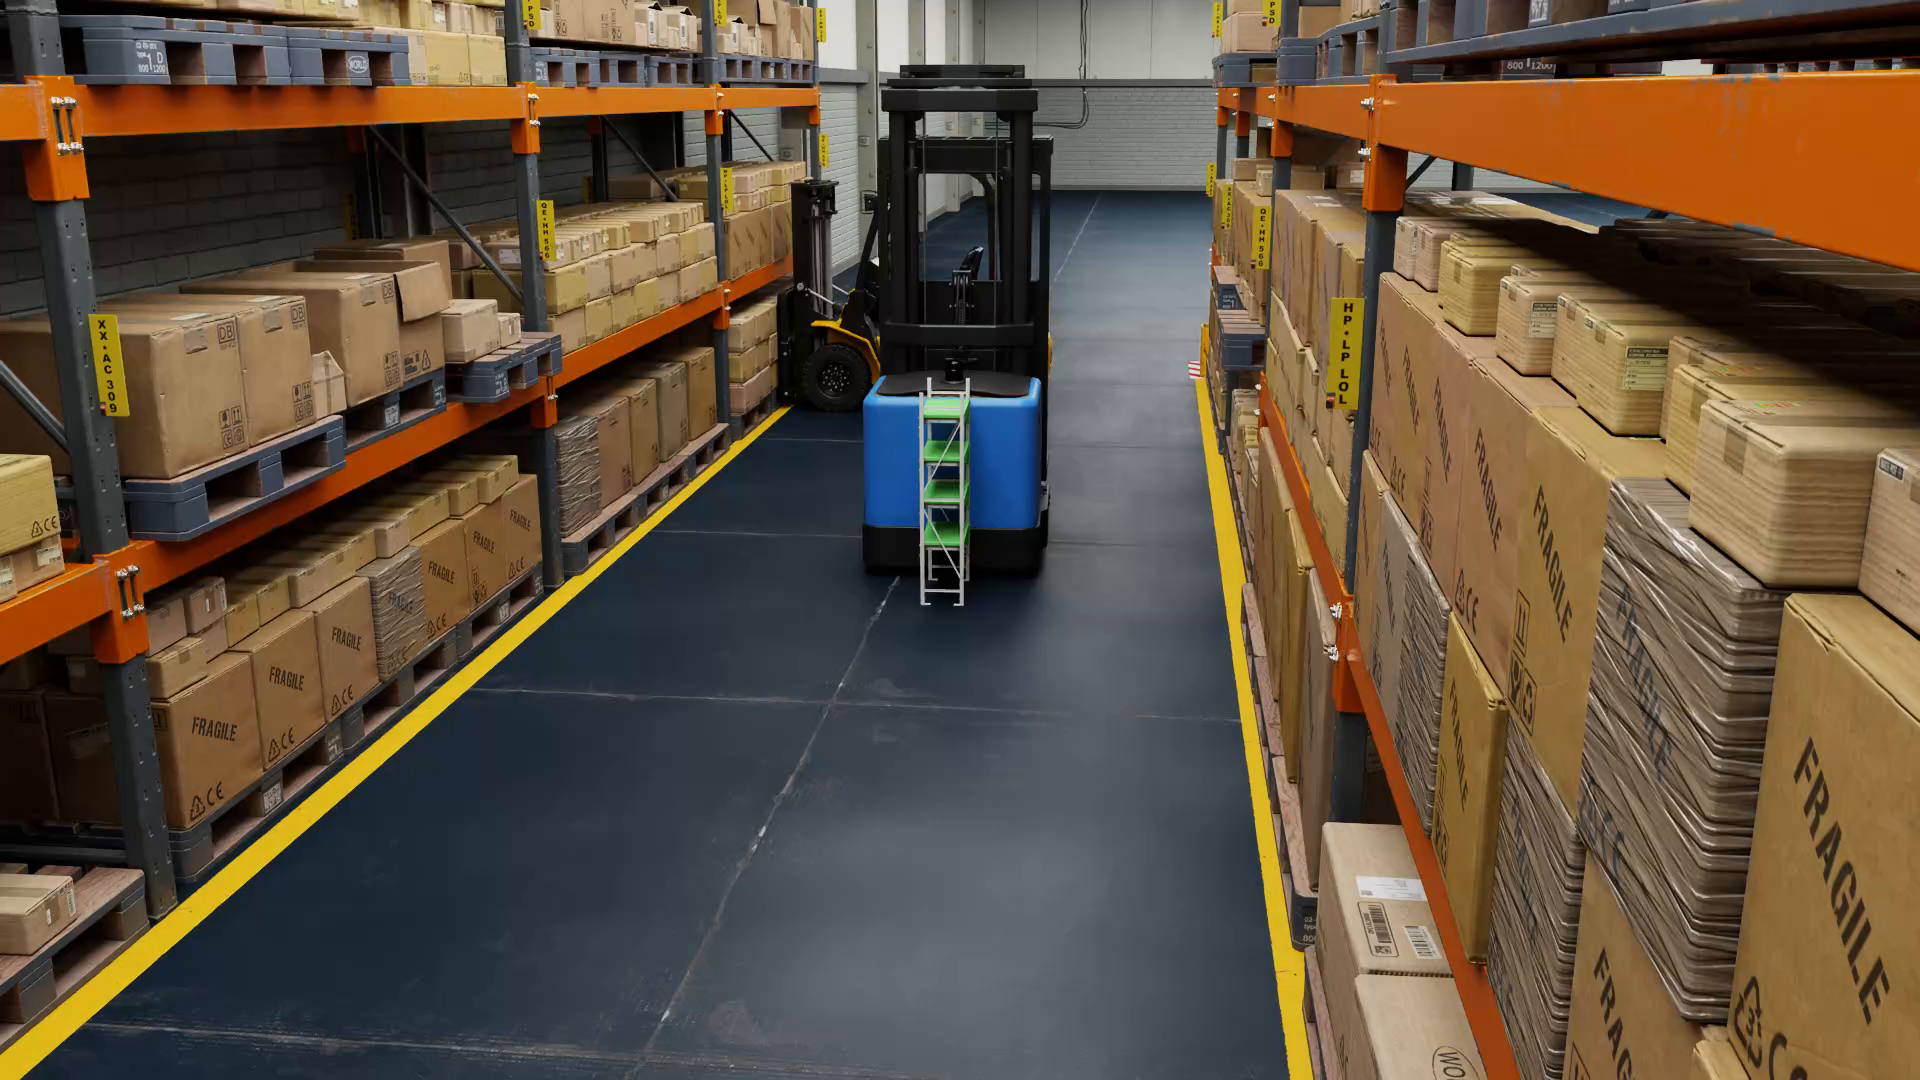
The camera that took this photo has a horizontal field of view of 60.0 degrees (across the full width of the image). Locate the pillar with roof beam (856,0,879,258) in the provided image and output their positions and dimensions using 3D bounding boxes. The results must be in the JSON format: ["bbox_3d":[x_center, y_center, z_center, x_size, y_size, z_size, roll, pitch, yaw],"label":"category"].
[{"bbox_3d":[2.747,-8.993,26.681,9.100,9.000,0.400,2,15,6],"label":"pillar with roof beam"}]

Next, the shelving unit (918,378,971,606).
[{"bbox_3d":[-0.082,-0.278,9.393,0.258,1.200,0.503,1,15,4],"label":"shelving unit"}]

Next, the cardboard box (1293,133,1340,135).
[{"bbox_3d":[2.915,-2.997,13.322,0.700,0.500,0.500,2,15,7],"label":"cardboard box"}]

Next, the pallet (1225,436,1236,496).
[{"bbox_3d":[2.484,-0.535,12.236,1.003,0.211,1.213,2,15,6],"label":"pallet"}]

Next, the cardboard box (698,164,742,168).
[{"bbox_3d":[-2.283,-3.490,15.819,0.380,0.149,0.250,2,15,7],"label":"cardboard box"}]

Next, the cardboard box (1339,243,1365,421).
[{"bbox_3d":[1.468,-0.662,5.258,0.500,0.500,0.500,2,15,8],"label":"cardboard box"}]

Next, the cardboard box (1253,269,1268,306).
[{"bbox_3d":[1.894,-1.566,9.142,0.500,0.500,0.500,1,15,5],"label":"cardboard box"}]

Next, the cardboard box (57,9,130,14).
[{"bbox_3d":[-3.306,-2.016,6.108,0.380,0.149,0.250,1,15,4],"label":"cardboard box"}]

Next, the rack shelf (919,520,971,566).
[{"bbox_3d":[-0.082,0.015,9.472,0.258,0.148,0.480,1,15,4],"label":"rack shelf"}]

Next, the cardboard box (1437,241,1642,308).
[{"bbox_3d":[1.285,-0.581,3.714,0.380,0.149,0.250,2,15,6],"label":"cardboard box"}]

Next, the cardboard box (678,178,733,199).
[{"bbox_3d":[-2.031,-2.807,13.293,0.380,0.149,0.250,2,15,7],"label":"cardboard box"}]

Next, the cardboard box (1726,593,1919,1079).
[{"bbox_3d":[1.034,0.366,1.454,0.500,0.500,0.500,2,15,8],"label":"cardboard box"}]

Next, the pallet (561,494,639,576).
[{"bbox_3d":[-2.682,-0.057,10.469,1.003,0.211,1.213,2,15,6],"label":"pallet"}]

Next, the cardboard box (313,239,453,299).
[{"bbox_3d":[-3.027,-1.313,8.775,0.500,0.500,0.500,2,15,9],"label":"cardboard box"}]

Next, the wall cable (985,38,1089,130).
[{"bbox_3d":[2.147,-13.015,47.502,3.097,2.526,0.112,2,15,6],"label":"wall cable"}]

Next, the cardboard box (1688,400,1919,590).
[{"bbox_3d":[1.008,-0.050,1.749,0.380,0.149,0.250,2,15,6],"label":"cardboard box"}]

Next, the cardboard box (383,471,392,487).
[{"bbox_3d":[-3.239,-0.306,8.788,0.380,0.149,0.250,2,15,8],"label":"cardboard box"}]

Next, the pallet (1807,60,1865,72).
[{"bbox_3d":[7.743,-3.896,13.747,1.003,0.211,1.213,2,15,6],"label":"pallet"}]

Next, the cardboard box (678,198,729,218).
[{"bbox_3d":[-2.065,-2.665,13.335,0.380,0.149,0.250,1,15,5],"label":"cardboard box"}]

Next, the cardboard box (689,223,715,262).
[{"bbox_3d":[-2.164,-2.262,12.611,0.500,0.250,0.500,1,15,5],"label":"cardboard box"}]

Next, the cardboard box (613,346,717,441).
[{"bbox_3d":[-2.410,-1.149,12.909,0.875,0.625,0.625,2,15,9],"label":"cardboard box"}]

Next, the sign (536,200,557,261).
[{"bbox_3d":[-2.273,-1.698,9.128,0.100,0.325,0.005,2,15,6],"label":"sign"}]

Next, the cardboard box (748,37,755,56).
[{"bbox_3d":[-1.923,-4.113,13.864,0.380,0.149,0.250,2,15,8],"label":"cardboard box"}]

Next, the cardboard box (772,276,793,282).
[{"bbox_3d":[-1.653,-2.495,16.691,0.500,0.250,0.500,2,15,8],"label":"cardboard box"}]

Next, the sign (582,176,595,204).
[{"bbox_3d":[-2.914,-2.700,13.092,0.100,0.325,0.005,2,15,6],"label":"sign"}]

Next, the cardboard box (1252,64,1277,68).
[{"bbox_3d":[2.353,-3.725,12.662,0.500,0.250,0.500,2,15,6],"label":"cardboard box"}]

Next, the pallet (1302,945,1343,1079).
[{"bbox_3d":[1.504,1.533,4.589,1.003,0.211,1.213,2,15,6],"label":"pallet"}]

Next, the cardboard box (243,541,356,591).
[{"bbox_3d":[-2.875,0.112,7.244,0.380,0.149,0.250,2,15,8],"label":"cardboard box"}]

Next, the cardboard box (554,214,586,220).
[{"bbox_3d":[-2.811,-2.176,11.527,0.380,0.149,0.250,2,15,6],"label":"cardboard box"}]

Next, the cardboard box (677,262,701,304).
[{"bbox_3d":[-2.210,-1.887,12.181,0.500,0.250,0.500,2,15,6],"label":"cardboard box"}]

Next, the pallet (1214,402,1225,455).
[{"bbox_3d":[2.611,-0.912,13.631,1.003,0.211,1.213,2,15,6],"label":"pallet"}]

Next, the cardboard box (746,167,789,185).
[{"bbox_3d":[-1.786,-3.338,15.254,0.380,0.149,0.250,2,15,7],"label":"cardboard box"}]

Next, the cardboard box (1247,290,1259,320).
[{"bbox_3d":[1.864,-1.357,9.612,0.380,0.149,0.250,2,15,6],"label":"cardboard box"}]

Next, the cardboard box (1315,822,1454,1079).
[{"bbox_3d":[1.490,1.186,4.635,0.875,0.438,0.875,1,15,5],"label":"cardboard box"}]

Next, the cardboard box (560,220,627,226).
[{"bbox_3d":[-2.416,-2.032,10.994,0.380,0.149,0.250,2,15,6],"label":"cardboard box"}]

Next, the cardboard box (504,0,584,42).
[{"bbox_3d":[-2.490,-3.119,9.515,0.500,0.500,0.500,2,15,7],"label":"cardboard box"}]

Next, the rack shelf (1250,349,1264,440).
[{"bbox_3d":[2.345,-1.217,10.794,1.077,0.370,4.000,2,15,6],"label":"rack shelf"}]

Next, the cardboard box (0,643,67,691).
[{"bbox_3d":[-3.510,0.434,6.054,0.380,0.149,0.250,1,15,4],"label":"cardboard box"}]

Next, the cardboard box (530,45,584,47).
[{"bbox_3d":[-2.649,-3.331,10.941,0.380,0.166,0.250,2,15,6],"label":"cardboard box"}]

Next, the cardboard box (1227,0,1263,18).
[{"bbox_3d":[2.060,-3.633,11.131,0.500,0.250,0.500,1,15,5],"label":"cardboard box"}]

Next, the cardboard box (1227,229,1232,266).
[{"bbox_3d":[2.373,-2.397,13.020,0.500,0.500,0.500,1,15,5],"label":"cardboard box"}]

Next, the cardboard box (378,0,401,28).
[{"bbox_3d":[-2.780,-2.397,7.556,0.380,0.149,0.250,2,15,7],"label":"cardboard box"}]

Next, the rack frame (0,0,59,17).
[{"bbox_3d":[-3.265,-3.049,4.699,1.000,3.000,0.127,2,15,6],"label":"rack frame"}]

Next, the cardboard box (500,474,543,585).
[{"bbox_3d":[-2.648,-0.071,9.162,0.500,0.500,0.500,2,15,8],"label":"cardboard box"}]

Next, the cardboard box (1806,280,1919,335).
[{"bbox_3d":[1.729,-0.369,2.930,0.380,0.149,0.250,2,15,6],"label":"cardboard box"}]

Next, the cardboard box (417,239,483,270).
[{"bbox_3d":[-2.978,-1.642,9.556,0.380,0.149,0.250,2,15,8],"label":"cardboard box"}]

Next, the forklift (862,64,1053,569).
[{"bbox_3d":[0.044,-1.578,10.881,1.130,2.935,3.031,1,15,4],"label":"forklift"}]

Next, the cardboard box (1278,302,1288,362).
[{"bbox_3d":[1.757,-0.956,7.782,0.500,0.250,0.500,2,15,8],"label":"cardboard box"}]

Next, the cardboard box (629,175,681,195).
[{"bbox_3d":[-2.540,-2.958,13.850,0.380,0.149,0.250,2,15,6],"label":"cardboard box"}]

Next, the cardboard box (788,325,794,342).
[{"bbox_3d":[-1.820,-1.853,15.274,0.500,0.250,0.500,2,15,6],"label":"cardboard box"}]

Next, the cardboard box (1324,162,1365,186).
[{"bbox_3d":[2.678,-2.485,11.298,0.380,0.149,0.250,1,15,5],"label":"cardboard box"}]

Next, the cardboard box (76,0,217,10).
[{"bbox_3d":[-2.841,-1.932,5.797,0.380,0.149,0.250,2,15,7],"label":"cardboard box"}]

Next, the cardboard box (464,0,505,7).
[{"bbox_3d":[-2.558,-2.805,8.494,0.380,0.149,0.250,2,15,8],"label":"cardboard box"}]

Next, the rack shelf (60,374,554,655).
[{"bbox_3d":[-3.039,-0.325,7.495,1.077,0.370,4.000,2,15,6],"label":"rack shelf"}]

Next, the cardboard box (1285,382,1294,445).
[{"bbox_3d":[1.708,-0.584,7.363,0.500,0.250,0.500,2,15,8],"label":"cardboard box"}]

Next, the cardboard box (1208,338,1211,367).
[{"bbox_3d":[2.656,-1.795,16.016,0.500,0.250,0.500,2,15,6],"label":"cardboard box"}]

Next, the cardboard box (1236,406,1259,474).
[{"bbox_3d":[2.436,-0.695,11.714,0.950,0.372,0.625,3,15,10],"label":"cardboard box"}]

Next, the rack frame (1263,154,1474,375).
[{"bbox_3d":[2.119,-1.046,8.782,1.000,3.000,0.127,2,15,6],"label":"rack frame"}]

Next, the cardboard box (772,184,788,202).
[{"bbox_3d":[-1.792,-3.195,15.299,0.380,0.149,0.250,2,15,7],"label":"cardboard box"}]
